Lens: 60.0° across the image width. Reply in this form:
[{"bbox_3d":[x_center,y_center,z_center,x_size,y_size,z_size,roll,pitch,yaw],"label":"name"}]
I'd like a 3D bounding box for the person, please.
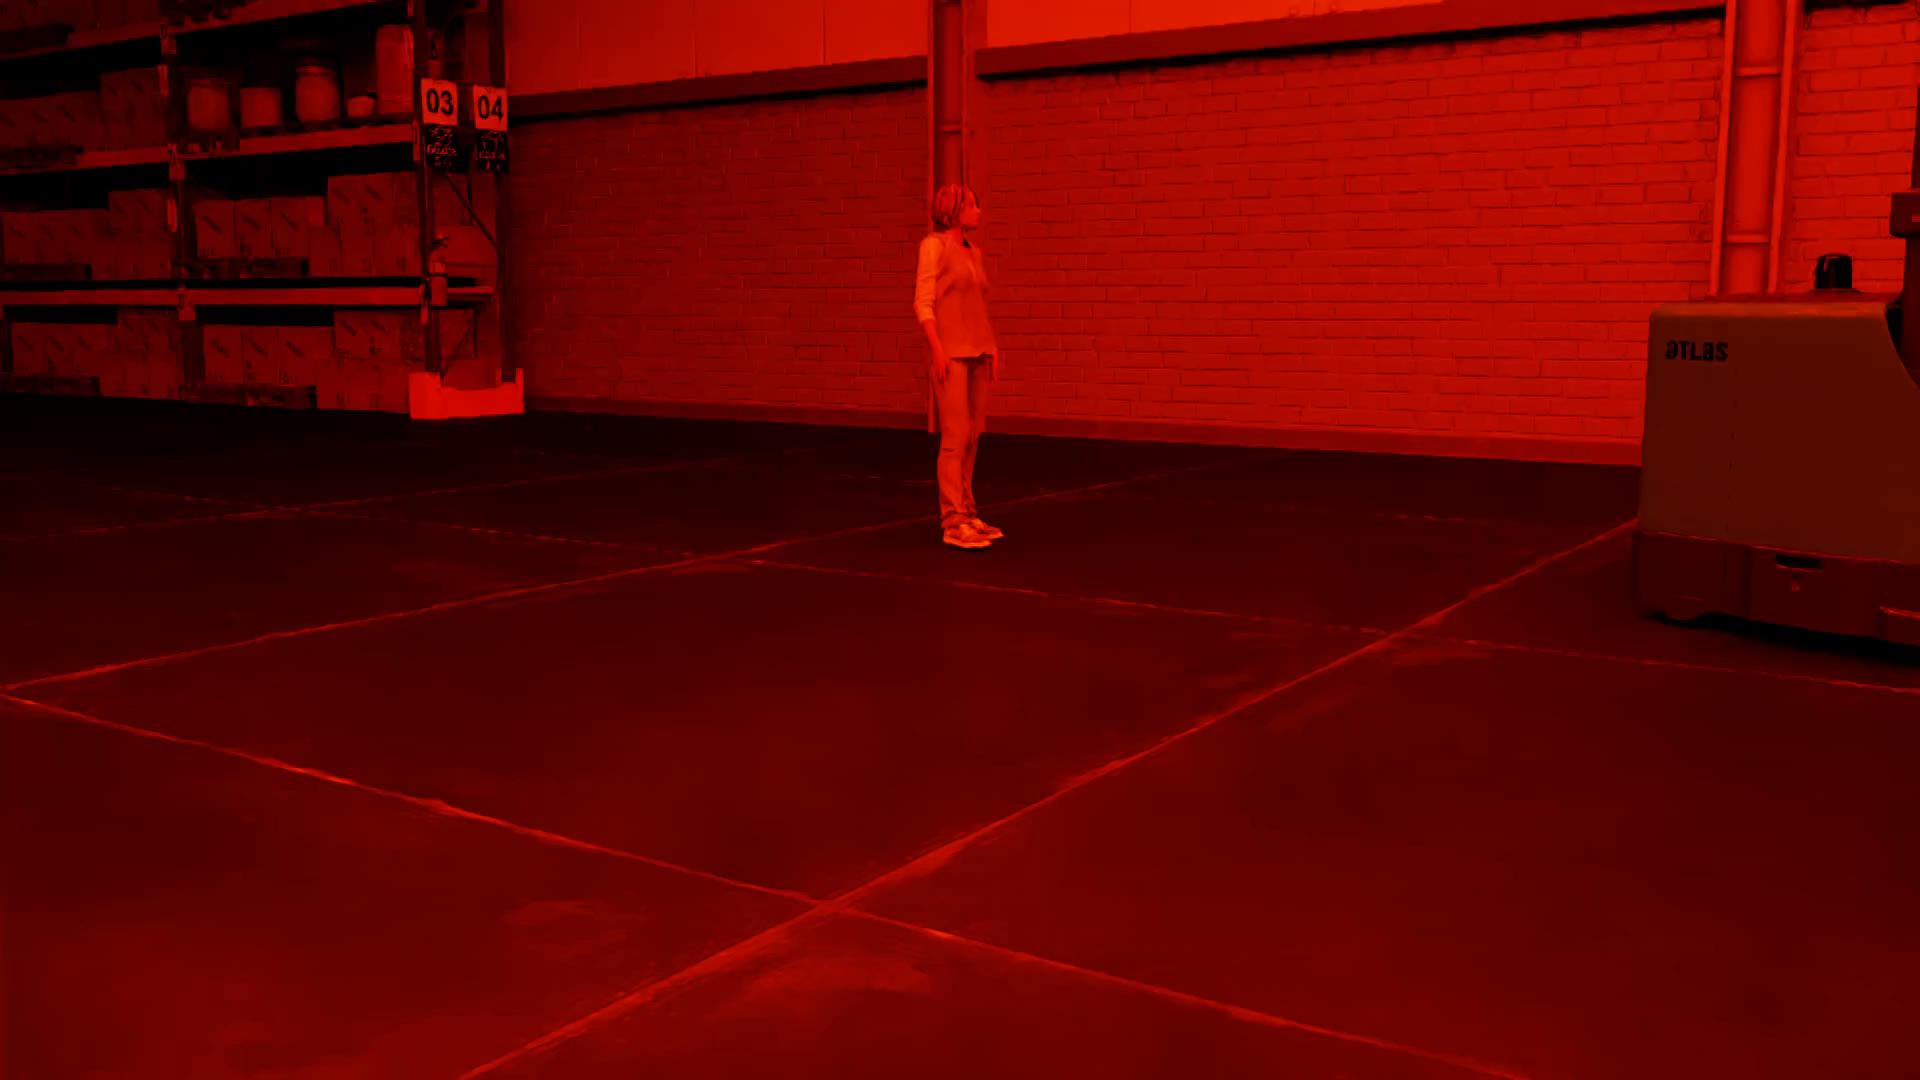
[{"bbox_3d":[0.054,-0.790,7.438,0.474,1.597,0.521,5,10,34],"label":"person"}]

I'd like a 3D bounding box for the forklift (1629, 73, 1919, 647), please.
[{"bbox_3d":[3.567,-1.054,4.605,1.130,2.935,3.031,-6,10,-36],"label":"forklift"}]
